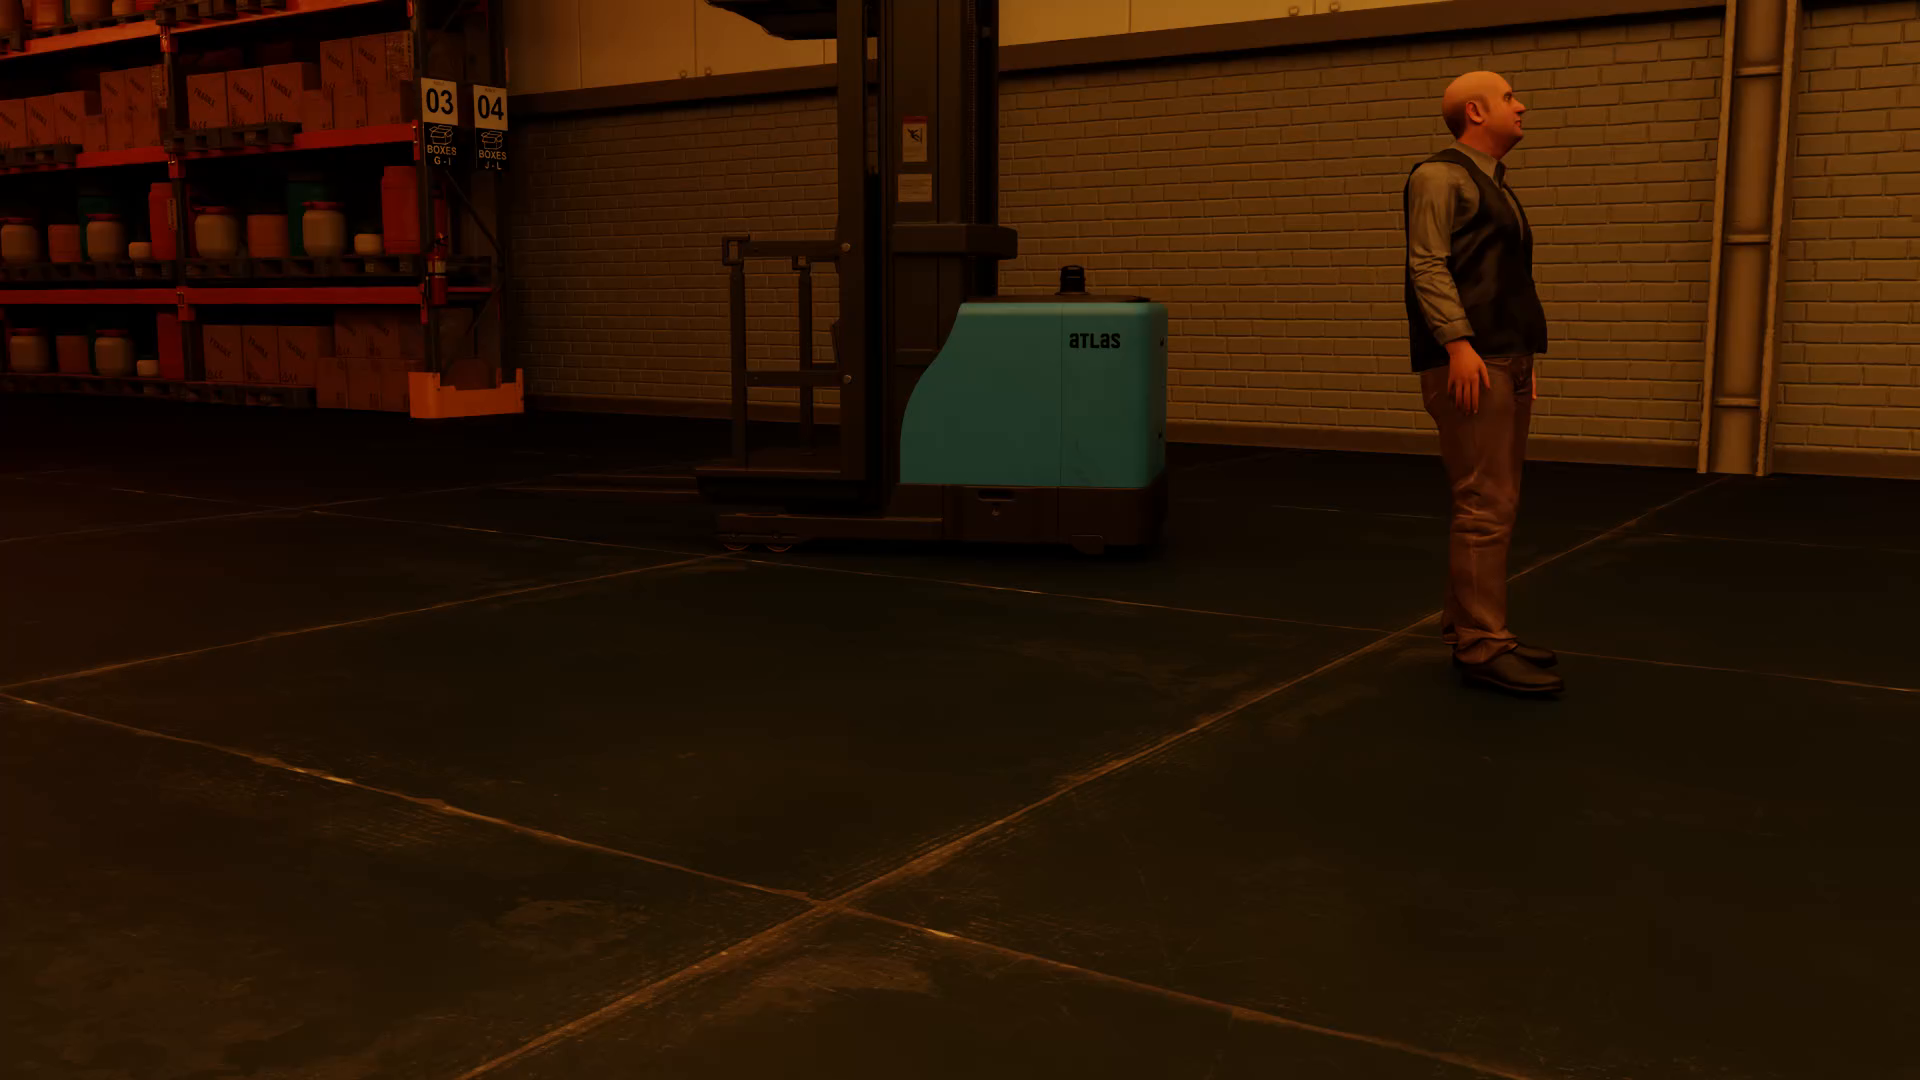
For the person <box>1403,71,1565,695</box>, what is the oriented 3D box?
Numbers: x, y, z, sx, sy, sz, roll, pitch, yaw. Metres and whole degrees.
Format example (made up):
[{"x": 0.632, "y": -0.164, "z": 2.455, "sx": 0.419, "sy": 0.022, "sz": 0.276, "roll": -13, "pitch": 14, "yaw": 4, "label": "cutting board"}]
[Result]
[{"x": 1.562, "y": -0.475, "z": 4.779, "sx": 0.569, "sy": 1.720, "sz": 0.631, "roll": 6, "pitch": 10, "yaw": 35, "label": "person"}]

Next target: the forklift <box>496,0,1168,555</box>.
[{"x": -0.596, "y": -1.469, "z": 7.520, "sx": 3.031, "sy": 2.935, "sz": 1.130, "roll": 2, "pitch": 8, "yaw": 12, "label": "forklift"}]
